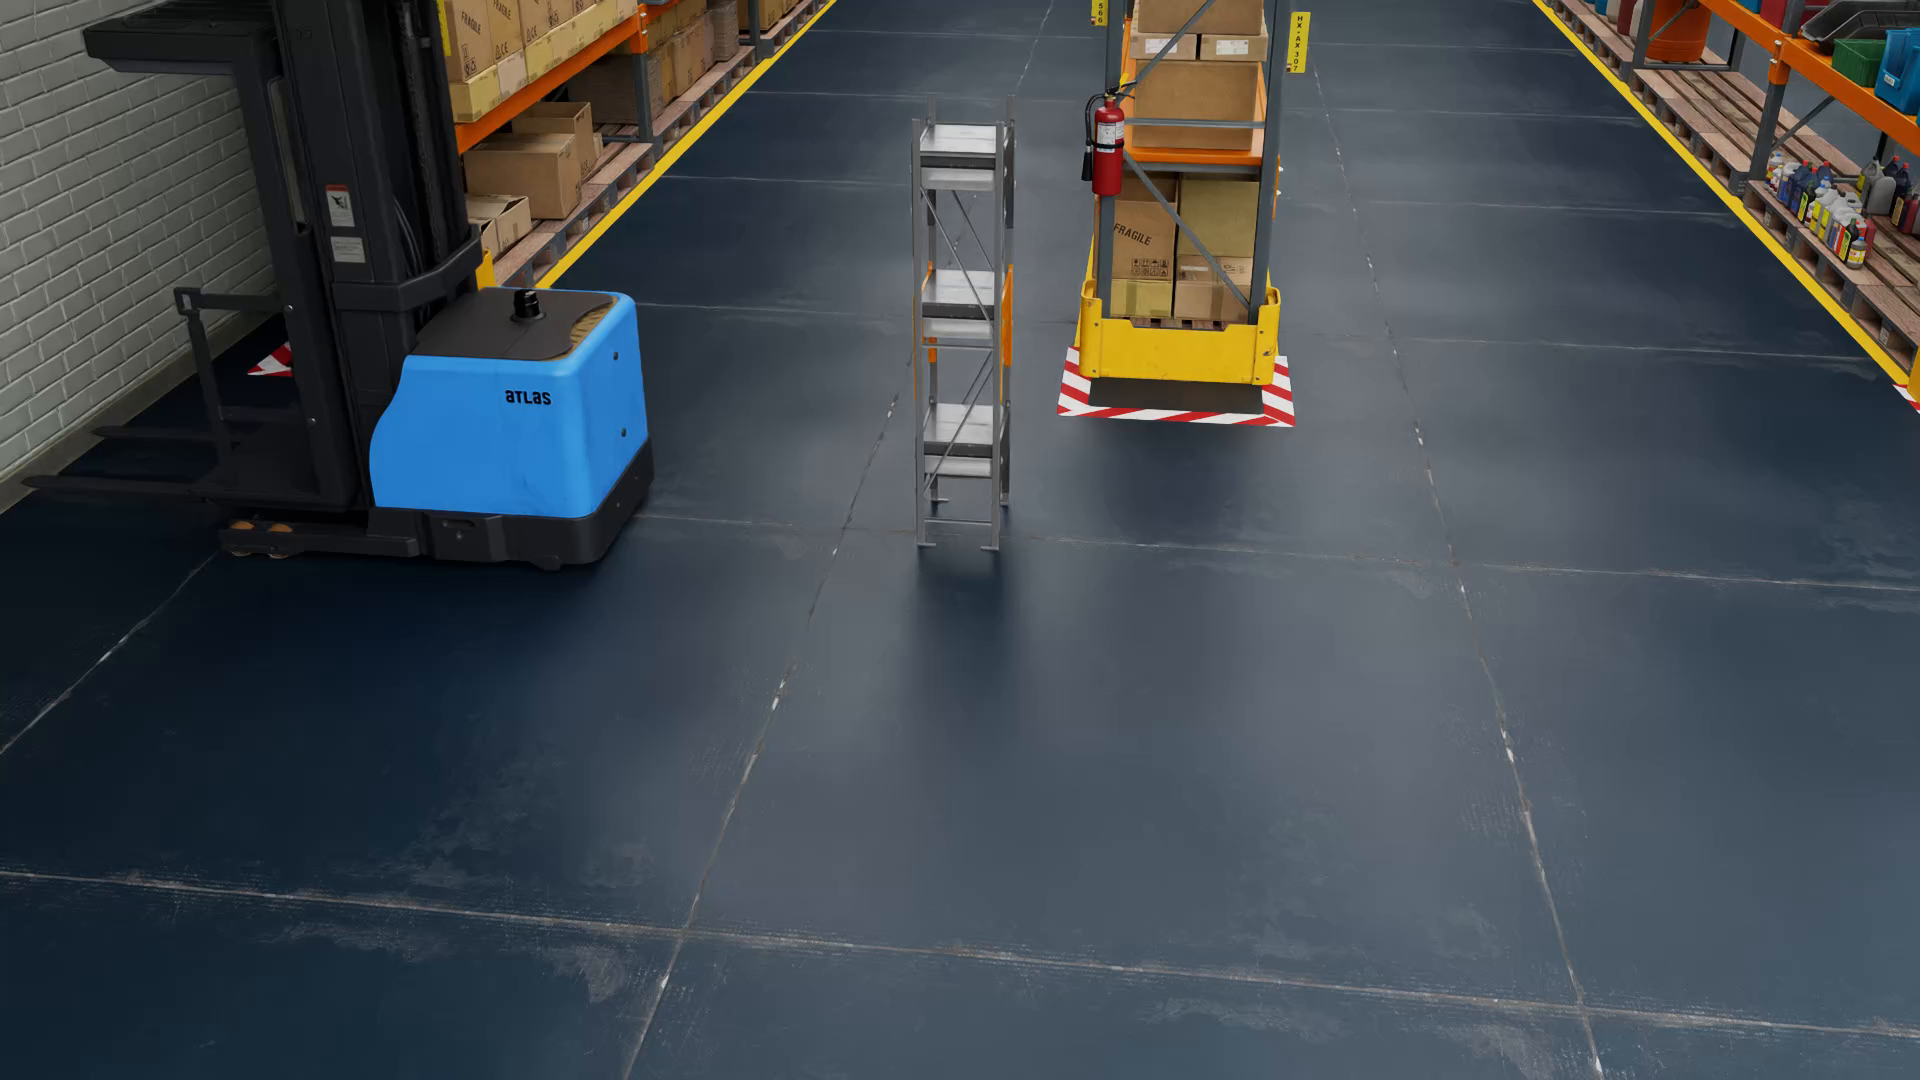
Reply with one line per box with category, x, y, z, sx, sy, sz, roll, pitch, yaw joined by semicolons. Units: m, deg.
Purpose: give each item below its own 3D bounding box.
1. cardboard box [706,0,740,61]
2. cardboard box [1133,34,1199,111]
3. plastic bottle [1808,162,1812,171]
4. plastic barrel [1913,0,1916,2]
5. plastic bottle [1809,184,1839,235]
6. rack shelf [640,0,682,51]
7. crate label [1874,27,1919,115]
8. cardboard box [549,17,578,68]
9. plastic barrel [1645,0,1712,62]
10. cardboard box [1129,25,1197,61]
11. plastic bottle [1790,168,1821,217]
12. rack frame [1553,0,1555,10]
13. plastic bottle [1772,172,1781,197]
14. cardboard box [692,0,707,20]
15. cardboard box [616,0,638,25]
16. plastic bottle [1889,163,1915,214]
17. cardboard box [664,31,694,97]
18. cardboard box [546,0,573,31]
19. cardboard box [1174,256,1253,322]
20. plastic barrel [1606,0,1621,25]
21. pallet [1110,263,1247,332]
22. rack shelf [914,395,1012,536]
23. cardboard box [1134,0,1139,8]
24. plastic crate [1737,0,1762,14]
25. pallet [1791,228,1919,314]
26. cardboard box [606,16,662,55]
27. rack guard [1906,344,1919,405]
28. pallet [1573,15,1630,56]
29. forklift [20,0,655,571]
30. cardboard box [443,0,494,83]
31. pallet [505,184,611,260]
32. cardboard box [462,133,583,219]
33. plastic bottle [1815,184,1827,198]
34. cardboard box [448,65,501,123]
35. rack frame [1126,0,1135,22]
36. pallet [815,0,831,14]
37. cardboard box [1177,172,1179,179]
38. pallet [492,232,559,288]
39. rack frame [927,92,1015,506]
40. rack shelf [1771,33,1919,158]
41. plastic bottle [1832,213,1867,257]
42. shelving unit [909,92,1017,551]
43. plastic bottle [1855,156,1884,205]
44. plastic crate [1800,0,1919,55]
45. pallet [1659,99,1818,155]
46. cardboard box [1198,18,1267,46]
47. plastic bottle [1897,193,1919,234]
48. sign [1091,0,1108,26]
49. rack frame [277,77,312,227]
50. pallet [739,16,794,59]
cardboard box;-2.652;-5.175;16.864;0.700;0.500;0.500;4;29;7
cardboard box;1.451;-2.882;10.332;0.700;0.500;0.500;4;29;8
plastic bottle;6.346;-2.679;12.459;0.061;0.283;0.133;3;28;6
plastic barrel;7.075;-4.350;12.633;0.600;0.901;0.708;3;28;6
plastic bottle;6.141;-2.348;11.774;0.144;0.351;0.185;3;28;6
rack shelf;-2.860;-5.165;15.434;1.077;0.370;4.000;3;28;6
crate label;6.194;-2.980;10.581;0.502;0.435;0.616;3;28;6
cardboard box;-3.039;-3.534;11.785;0.500;0.250;0.500;4;29;7
plastic barrel;7.260;-5.309;16.786;0.600;0.830;0.708;3;28;6
cardboard box;1.179;-2.892;9.667;0.380;0.149;0.250;3;28;5
plastic bottle;6.193;-2.548;12.146;0.144;0.351;0.185;2;28;4
rack frame;7.707;-7.731;19.437;1.000;3.000;0.127;3;28;6
plastic bottle;6.228;-2.706;12.598;0.097;0.201;0.097;0;28;0
cardboard box;-2.784;-5.240;16.195;0.500;0.250;0.500;4;29;7
cardboard box;-2.863;-4.243;13.100;0.500;0.250;0.500;3;29;6
plastic bottle;6.910;-2.582;12.209;0.144;0.351;0.185;2;28;4
cardboard box;-2.916;-4.465;15.547;0.700;0.500;0.500;4;29;7
cardboard box;-3.047;-3.857;11.592;0.500;0.500;0.500;4;29;8
cardboard box;1.608;-1.586;10.487;0.500;0.250;0.500;3;28;6
plastic barrel;7.379;-5.971;18.351;0.421;0.512;0.421;0;28;0
pallet;1.373;-1.507;10.824;1.003;0.211;1.213;3;28;6
rack shelf;0.020;-0.374;8.235;0.431;0.518;0.480;3;28;6
cardboard box;1.274;-3.254;10.338;0.380;0.149;0.250;4;29;7
plastic crate;6.553;-4.495;13.448;0.392;0.384;0.575;3;28;6
pallet;6.456;-1.848;11.457;1.003;0.211;1.213;3;28;6
cardboard box;-2.981;-4.519;14.856;0.500;0.250;0.500;3;28;5
rack guard;6.199;-1.020;9.616;1.175;0.500;0.348;3;28;6
pallet;7.424;-5.566;18.360;1.003;0.211;1.213;3;28;6
forklift;-3.156;-1.443;7.838;3.031;2.935;1.130;4;29;7
cardboard box;-3.239;-3.138;10.258;0.500;0.500;0.500;3;28;6
pallet;-3.300;-2.419;12.517;1.003;0.211;1.213;3;28;6
cardboard box;-3.212;-2.682;12.238;0.700;0.500;0.500;2;28;3
plastic bottle;6.212;-2.441;12.032;0.097;0.271;0.097;0;28;0
cardboard box;-3.221;-2.812;10.444;0.500;0.250;0.500;3;28;5
rack frame;1.811;-4.255;12.985;1.000;3.000;0.127;3;28;6
pallet;-2.145;-6.711;20.485;1.003;0.211;1.213;3;28;6
cardboard box;1.841;-2.858;12.058;0.500;0.500;0.500;3;28;6
pallet;-3.452;-1.846;11.455;1.003;0.211;1.213;3;28;6
rack frame;0.050;-1.117;8.110;0.400;2.100;0.015;3;28;6
rack shelf;6.482;-2.707;10.870;1.077;0.370;4.000;3;28;6
plastic bottle;6.085;-2.084;11.363;0.152;0.276;0.135;4;29;7
shelving unit;0.020;-1.002;7.897;0.431;2.100;0.503;3;28;6
plastic bottle;6.791;-2.681;12.393;0.144;0.351;0.185;3;28;6
plastic crate;6.536;-3.699;12.018;0.767;0.338;0.504;3;28;6
pallet;6.932;-3.685;14.868;1.003;0.211;1.213;3;28;6
cardboard box;1.613;-2.998;9.863;0.380;0.149;0.250;3;28;5
plastic bottle;6.741;-2.330;11.813;0.061;0.283;0.133;3;28;6
sign;0.784;-3.024;9.230;0.100;0.325;0.005;3;28;6
rack frame;-3.596;-2.658;10.021;1.000;3.000;0.127;3;28;6
pallet;-2.444;-5.563;18.353;1.003;0.211;1.213;3;28;6
